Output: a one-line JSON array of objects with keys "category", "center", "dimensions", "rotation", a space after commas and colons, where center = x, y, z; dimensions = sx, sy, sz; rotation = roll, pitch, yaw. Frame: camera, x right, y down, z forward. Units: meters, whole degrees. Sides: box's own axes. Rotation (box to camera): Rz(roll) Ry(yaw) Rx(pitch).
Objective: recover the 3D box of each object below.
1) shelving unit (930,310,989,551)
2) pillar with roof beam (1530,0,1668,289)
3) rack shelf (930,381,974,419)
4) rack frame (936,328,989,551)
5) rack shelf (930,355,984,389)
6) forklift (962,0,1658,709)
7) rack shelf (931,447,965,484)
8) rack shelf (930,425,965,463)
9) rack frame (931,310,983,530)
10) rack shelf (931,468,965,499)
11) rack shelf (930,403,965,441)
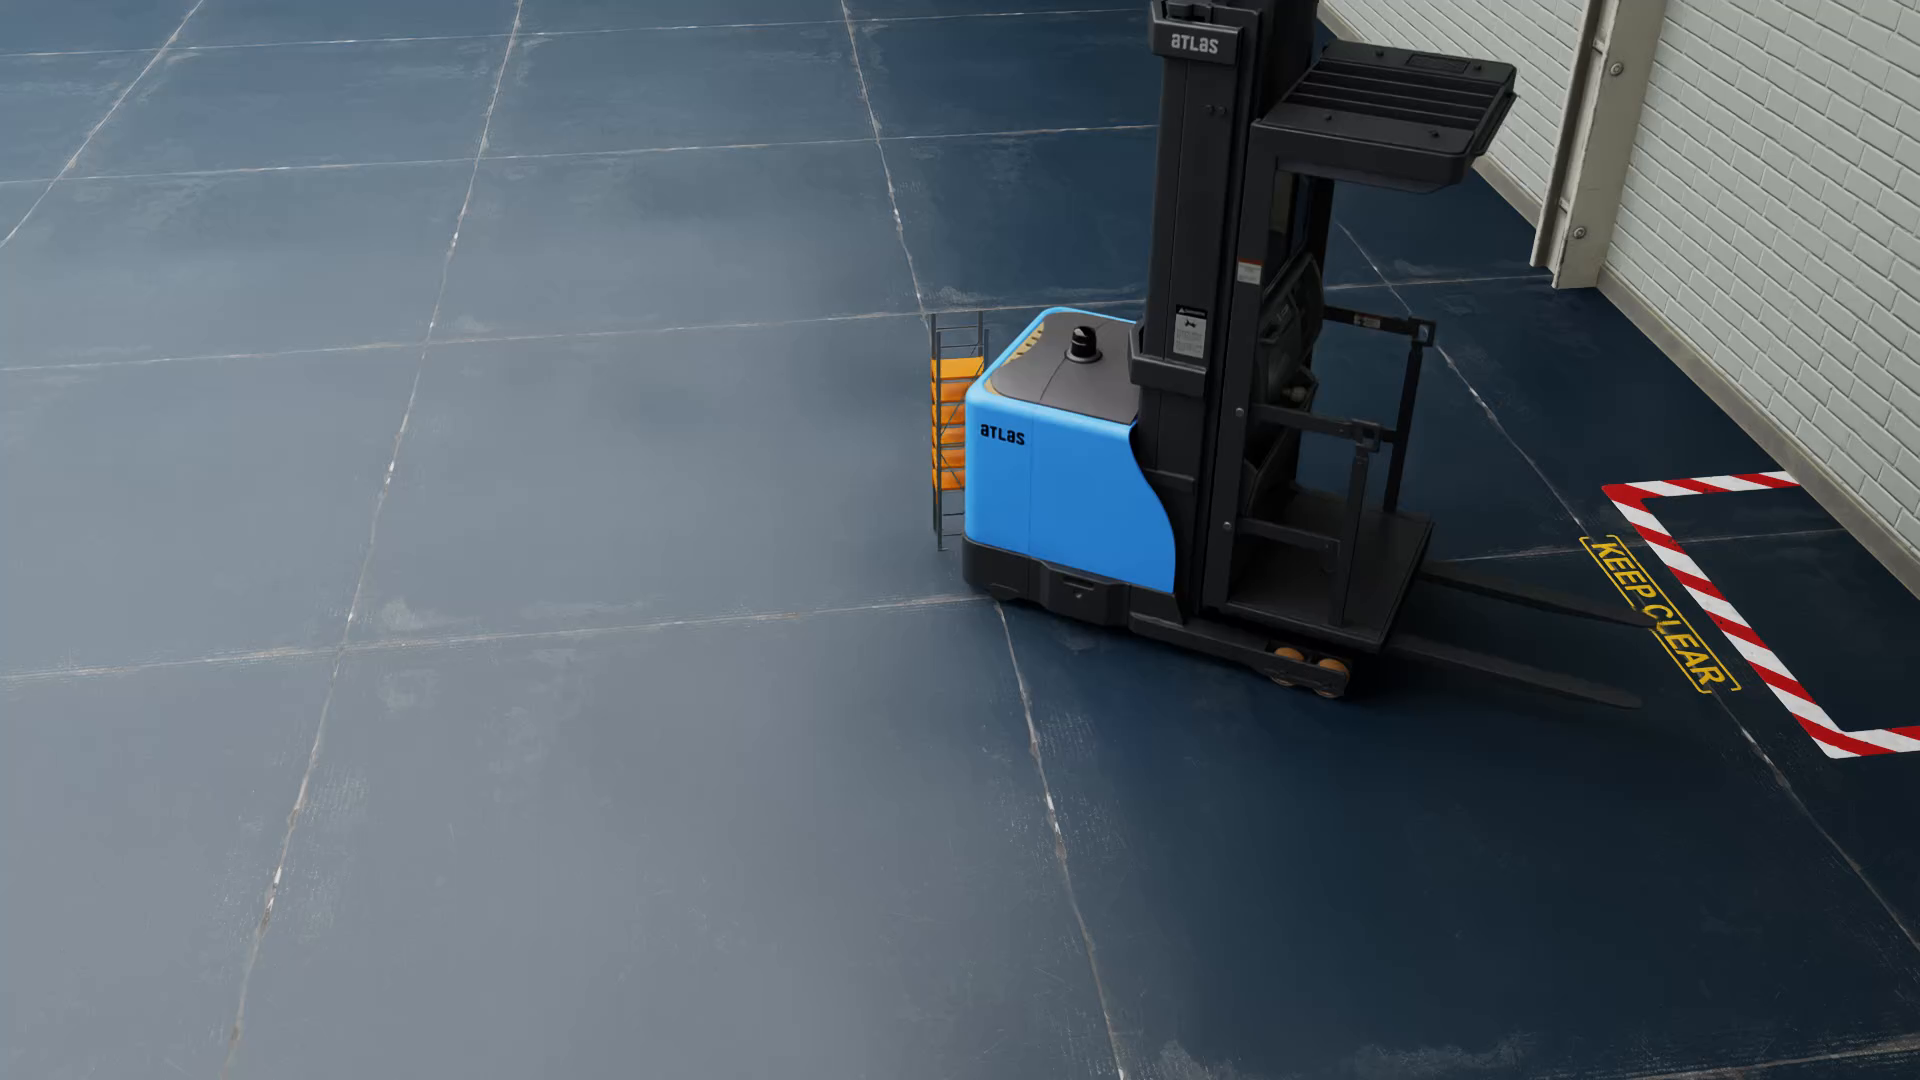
[{"category": "shelving unit", "center": [-0.002, -0.504, 7.924], "dimensions": [0.258, 1.200, 0.189], "rotation": [-4, 35, -6]}, {"category": "pillar with roof beam", "center": [-0.348, -5.114, 7.763], "dimensions": [9.100, 9.000, 0.400], "rotation": [-4, 35, -6]}, {"category": "rack shelf", "center": [-0.002, -0.666, 7.814], "dimensions": [0.258, 0.103, 0.180], "rotation": [-4, 35, -6]}, {"category": "rack frame", "center": [0.010, -0.453, 7.849], "dimensions": [0.240, 1.200, 0.006], "rotation": [-4, 35, -6]}, {"category": "rack shelf", "center": [-0.002, -0.765, 7.746], "dimensions": [0.258, 0.103, 0.180], "rotation": [-4, 35, -6]}, {"category": "forklift", "center": [1.567, -0.867, 6.920], "dimensions": [3.031, 2.935, 1.130], "rotation": [15, 37, 21]}, {"category": "rack shelf", "center": [-0.003, -0.368, 8.017], "dimensions": [0.258, 0.103, 0.180], "rotation": [-4, 35, -6]}, {"category": "rack shelf", "center": [-0.002, -0.467, 7.949], "dimensions": [0.258, 0.103, 0.180], "rotation": [-4, 35, -6]}, {"category": "rack frame", "center": [-0.015, -0.555, 7.999], "dimensions": [0.240, 1.200, 0.006], "rotation": [-4, 35, -6]}, {"category": "rack shelf", "center": [-0.003, -0.269, 8.084], "dimensions": [0.258, 0.103, 0.180], "rotation": [-4, 35, -6]}, {"category": "rack shelf", "center": [-0.002, -0.566, 7.882], "dimensions": [0.258, 0.103, 0.180], "rotation": [-4, 35, -6]}]
